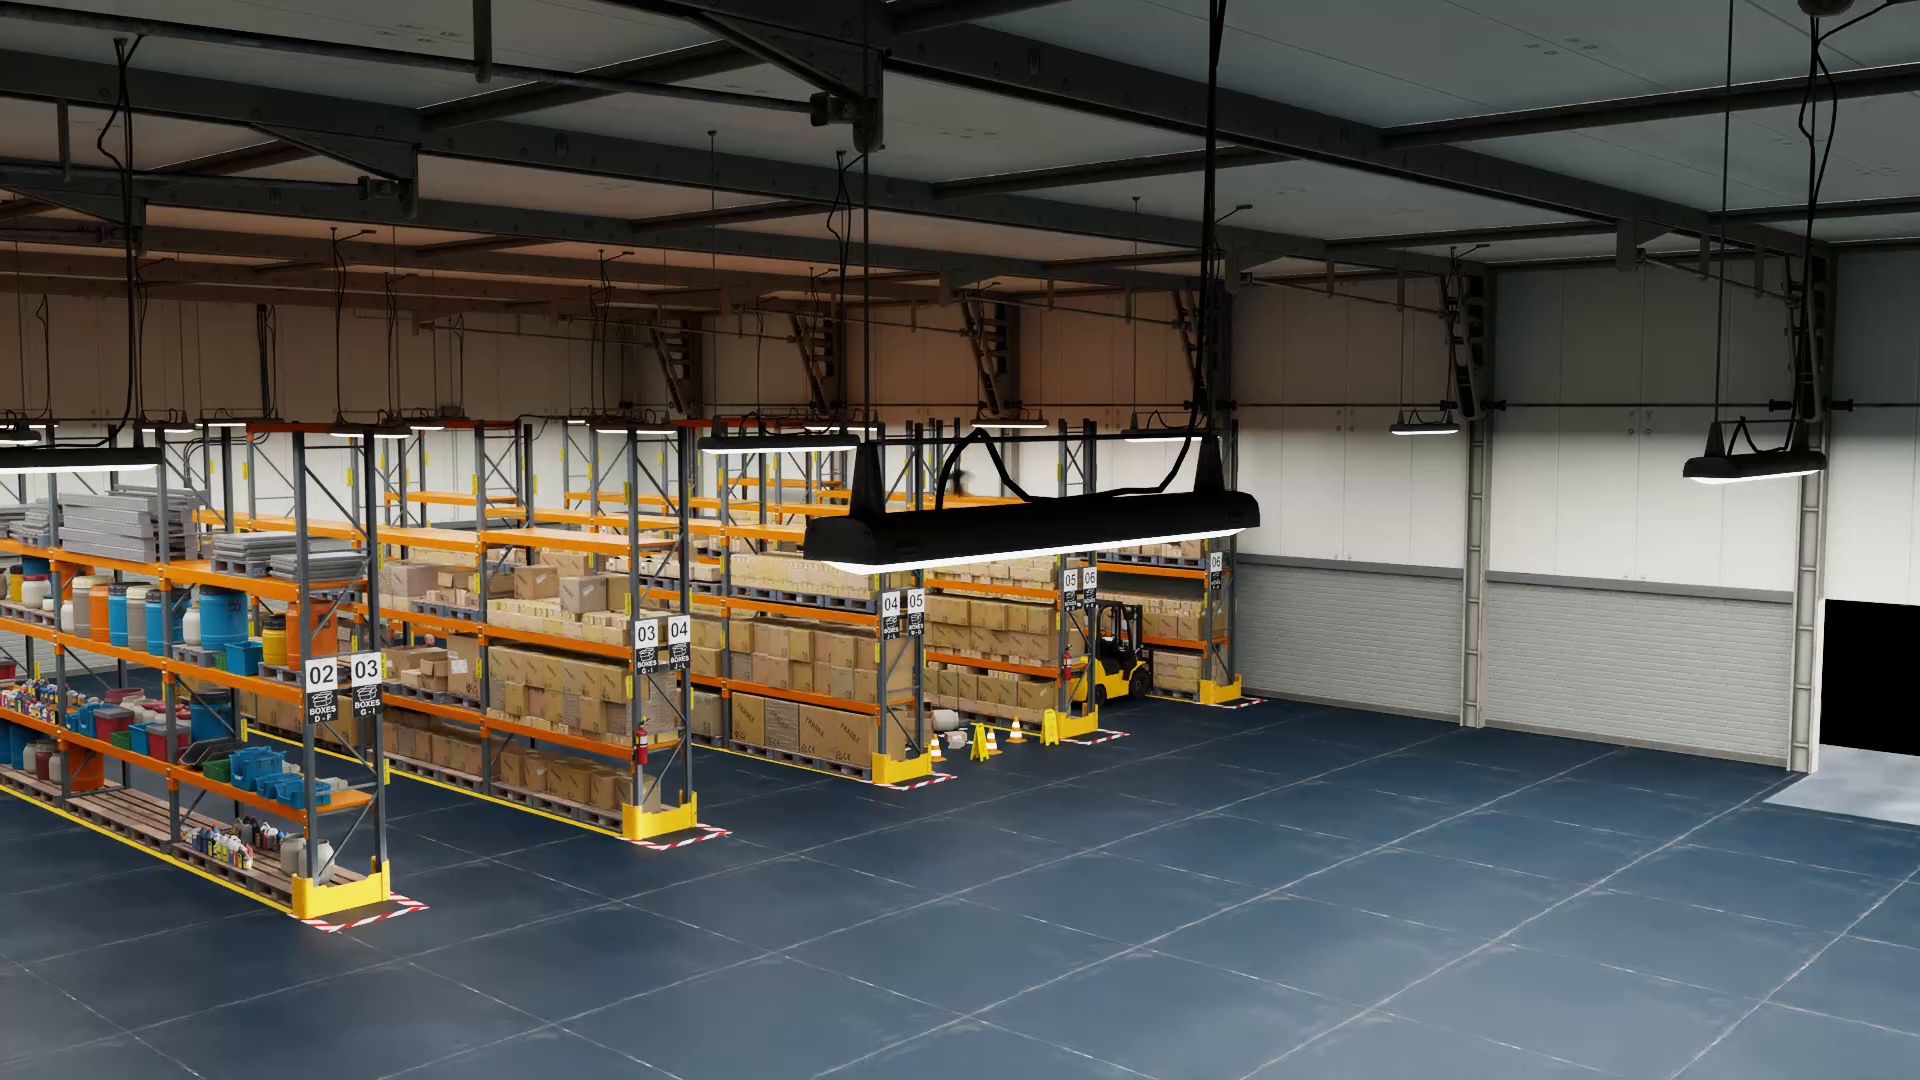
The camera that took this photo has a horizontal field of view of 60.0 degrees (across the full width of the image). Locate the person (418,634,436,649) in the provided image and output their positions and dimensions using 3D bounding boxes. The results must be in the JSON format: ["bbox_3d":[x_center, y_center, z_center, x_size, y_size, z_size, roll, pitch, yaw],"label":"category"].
[{"bbox_3d":[-10.885,2.829,33.633,0.704,1.526,0.721,2,5,26],"label":"person"}]
